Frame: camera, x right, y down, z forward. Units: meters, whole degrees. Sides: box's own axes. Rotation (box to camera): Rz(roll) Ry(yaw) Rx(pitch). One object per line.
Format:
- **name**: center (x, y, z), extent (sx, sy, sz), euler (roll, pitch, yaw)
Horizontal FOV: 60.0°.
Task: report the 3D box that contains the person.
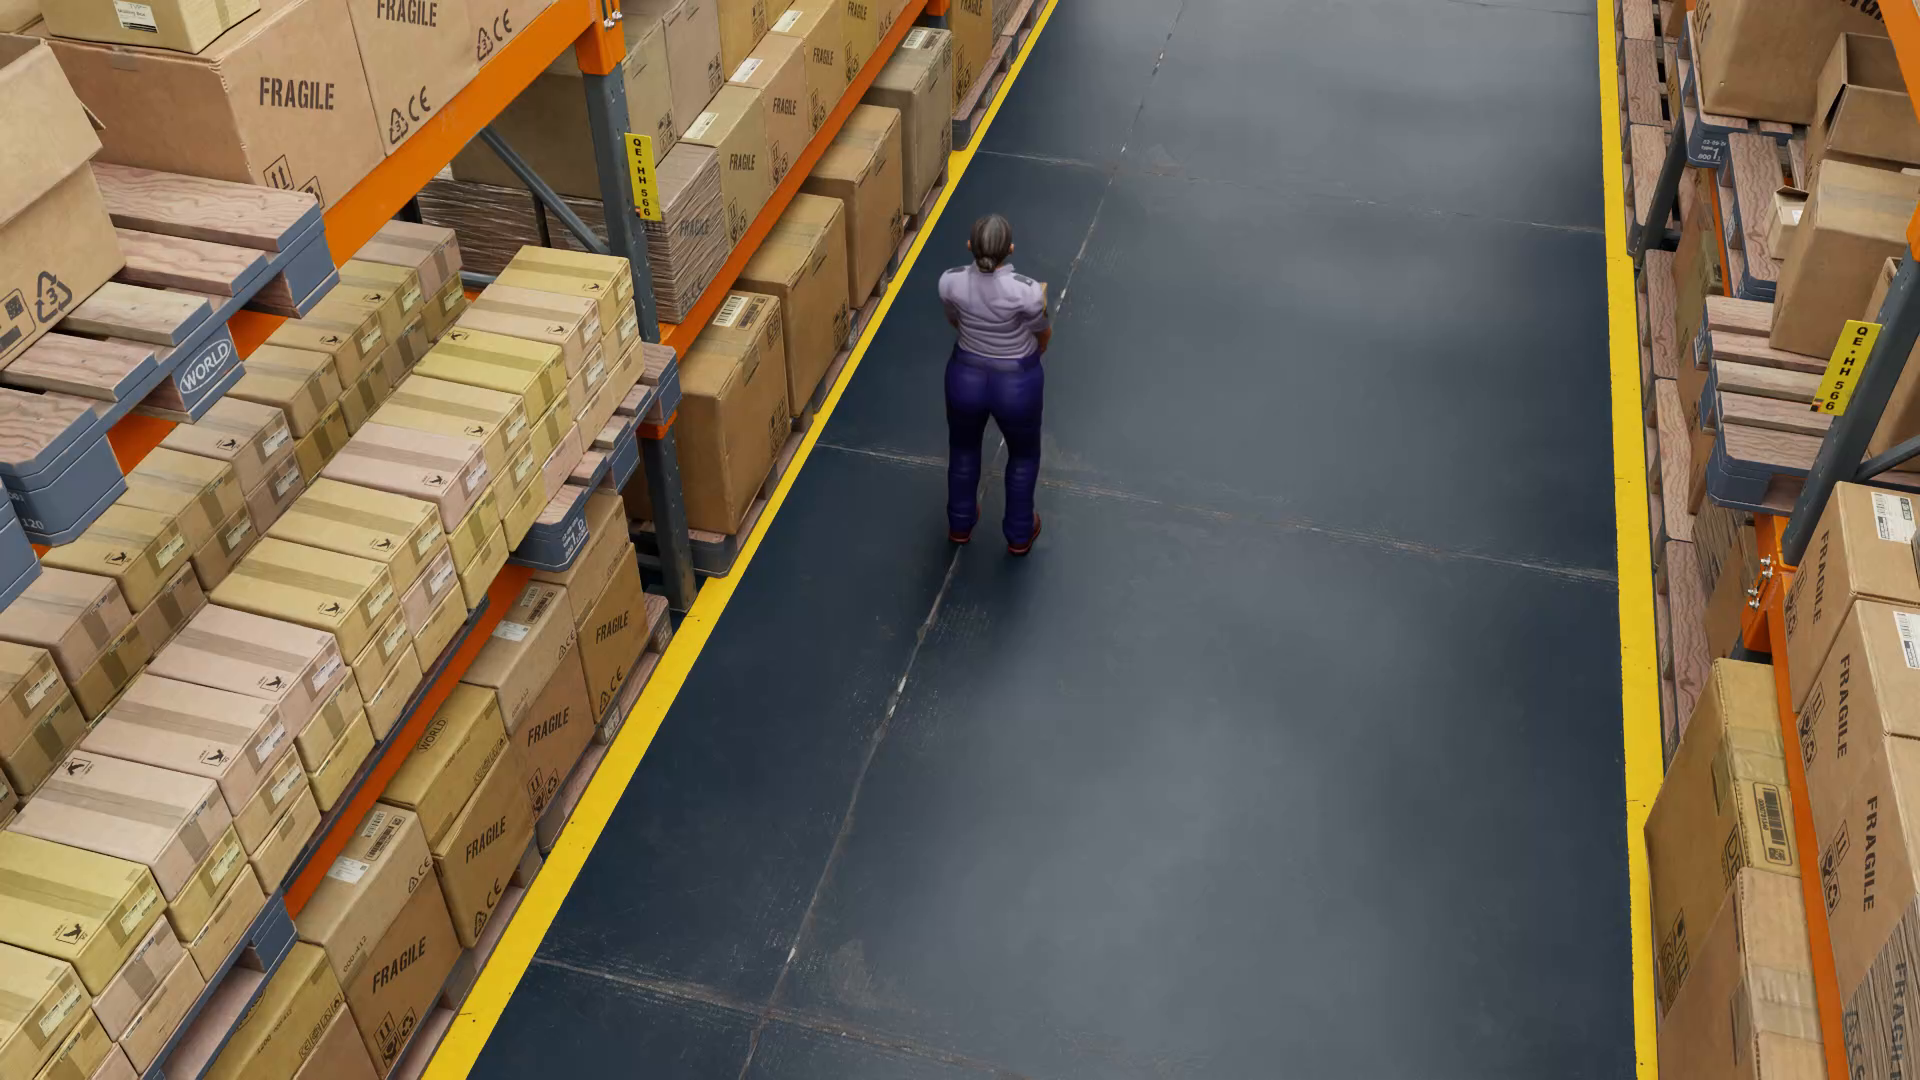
- **person**: center (0.159, -0.694, 6.968), extent (0.447, 1.644, 0.523), euler (10, 42, 11)
